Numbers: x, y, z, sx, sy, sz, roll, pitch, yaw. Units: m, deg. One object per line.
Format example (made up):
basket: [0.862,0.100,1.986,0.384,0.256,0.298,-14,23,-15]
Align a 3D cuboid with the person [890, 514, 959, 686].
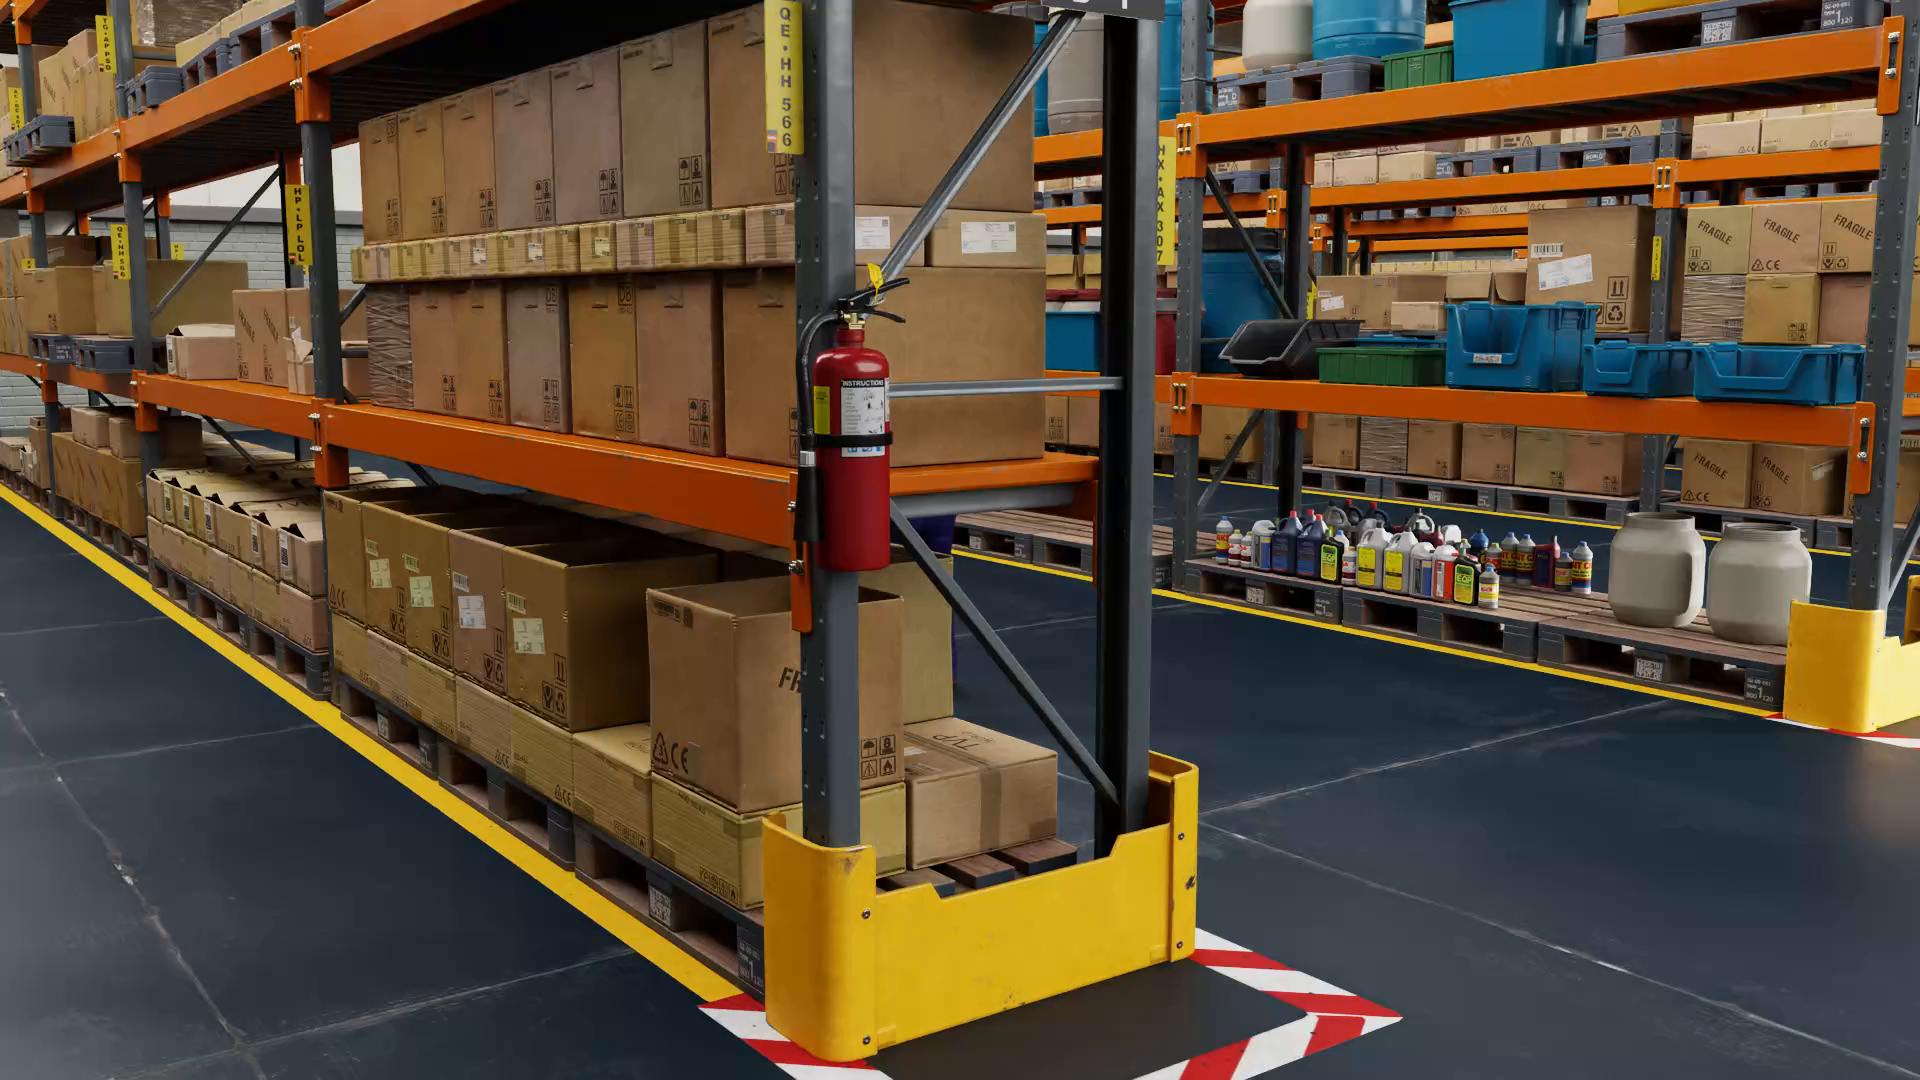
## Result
person: [-0.244,-0.146,7.390,0.540,1.651,0.422,-6,10,-38]
